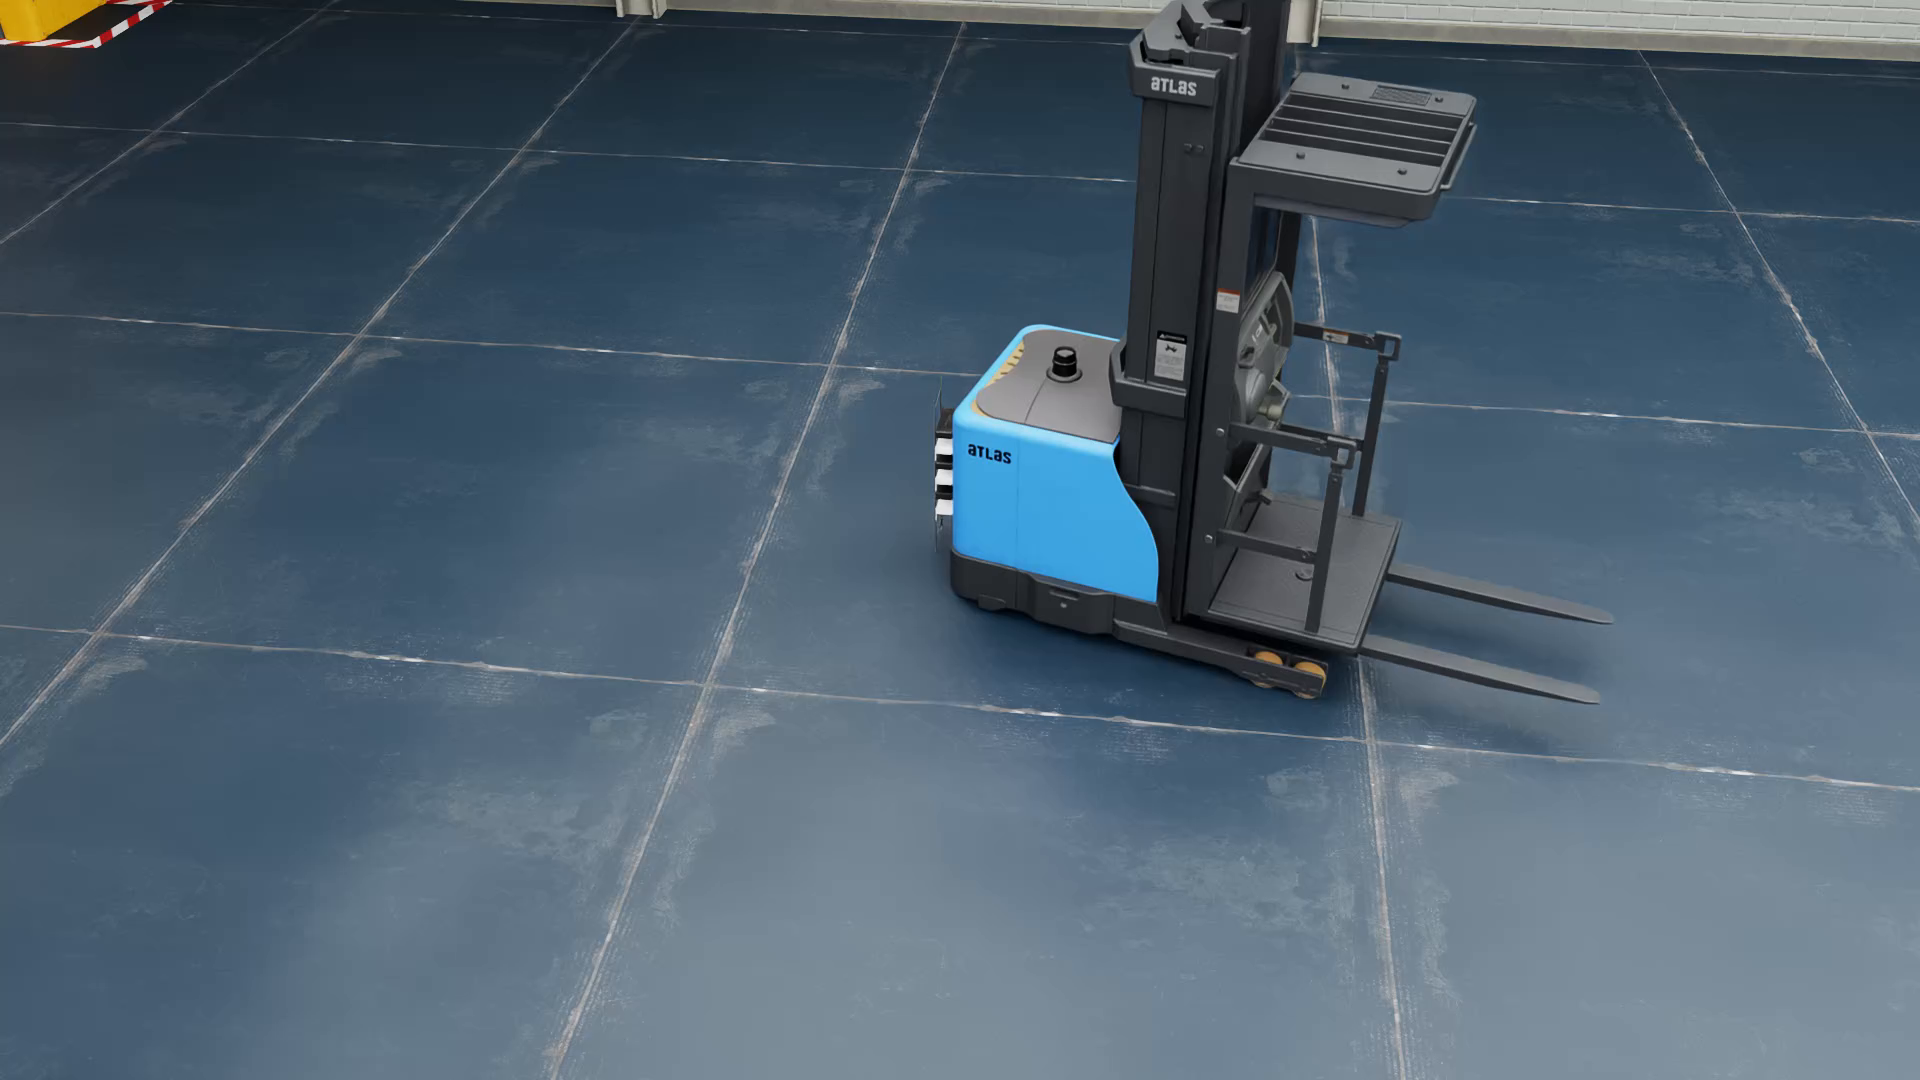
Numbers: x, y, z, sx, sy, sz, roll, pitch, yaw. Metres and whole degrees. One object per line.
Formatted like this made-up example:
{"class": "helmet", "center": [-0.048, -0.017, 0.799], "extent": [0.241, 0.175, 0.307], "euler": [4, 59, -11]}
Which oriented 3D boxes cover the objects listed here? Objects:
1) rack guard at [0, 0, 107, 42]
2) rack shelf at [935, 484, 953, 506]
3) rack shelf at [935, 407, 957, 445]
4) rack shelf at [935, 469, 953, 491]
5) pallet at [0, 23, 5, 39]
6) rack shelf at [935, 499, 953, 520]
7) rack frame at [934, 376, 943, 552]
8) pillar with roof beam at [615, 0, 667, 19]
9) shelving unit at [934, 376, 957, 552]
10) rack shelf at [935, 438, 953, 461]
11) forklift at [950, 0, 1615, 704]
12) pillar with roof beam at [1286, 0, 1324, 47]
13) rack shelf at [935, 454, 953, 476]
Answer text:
{"class": "rack guard", "center": [-8.311, -4.993, 15.173], "extent": [0.348, 0.500, 1.175], "euler": [4, 36, 6]}
{"class": "rack shelf", "center": [-0.008, -0.267, 8.418], "extent": [0.200, 0.077, 0.258], "euler": [4, 36, 6]}
{"class": "rack shelf", "center": [-0.008, -0.560, 8.209], "extent": [0.200, 0.077, 0.258], "euler": [4, 36, 6]}
{"class": "rack shelf", "center": [-0.008, -0.340, 8.366], "extent": [0.200, 0.077, 0.258], "euler": [4, 36, 6]}
{"class": "pallet", "center": [-9.098, -4.910, 15.305], "extent": [1.213, 0.211, 1.003], "euler": [4, 36, 6]}
{"class": "rack shelf", "center": [-0.008, -0.193, 8.470], "extent": [0.200, 0.077, 0.258], "euler": [4, 36, 6]}
{"class": "rack frame", "center": [-0.109, -0.375, 8.357], "extent": [0.006, 0.900, 0.240], "euler": [4, 36, 6]}
{"class": "pillar with roof beam", "center": [-3.508, -6.101, 9.409], "extent": [0.400, 9.000, 9.100], "euler": [4, 36, 6]}
{"class": "shelving unit", "center": [-0.008, -0.367, 8.347], "extent": [0.210, 0.900, 0.258], "euler": [4, 36, 6]}
{"class": "rack shelf", "center": [-0.008, -0.486, 8.261], "extent": [0.200, 0.077, 0.258], "euler": [4, 36, 6]}
{"class": "forklift", "center": [1.518, -0.822, 7.235], "extent": [3.031, 2.935, 1.130], "euler": [14, 38, 18]}
{"class": "pillar with roof beam", "center": [2.444, -5.657, 8.787], "extent": [0.400, 9.000, 9.100], "euler": [4, 36, 6]}
{"class": "rack shelf", "center": [-0.008, -0.413, 8.314], "extent": [0.200, 0.077, 0.258], "euler": [4, 36, 6]}
